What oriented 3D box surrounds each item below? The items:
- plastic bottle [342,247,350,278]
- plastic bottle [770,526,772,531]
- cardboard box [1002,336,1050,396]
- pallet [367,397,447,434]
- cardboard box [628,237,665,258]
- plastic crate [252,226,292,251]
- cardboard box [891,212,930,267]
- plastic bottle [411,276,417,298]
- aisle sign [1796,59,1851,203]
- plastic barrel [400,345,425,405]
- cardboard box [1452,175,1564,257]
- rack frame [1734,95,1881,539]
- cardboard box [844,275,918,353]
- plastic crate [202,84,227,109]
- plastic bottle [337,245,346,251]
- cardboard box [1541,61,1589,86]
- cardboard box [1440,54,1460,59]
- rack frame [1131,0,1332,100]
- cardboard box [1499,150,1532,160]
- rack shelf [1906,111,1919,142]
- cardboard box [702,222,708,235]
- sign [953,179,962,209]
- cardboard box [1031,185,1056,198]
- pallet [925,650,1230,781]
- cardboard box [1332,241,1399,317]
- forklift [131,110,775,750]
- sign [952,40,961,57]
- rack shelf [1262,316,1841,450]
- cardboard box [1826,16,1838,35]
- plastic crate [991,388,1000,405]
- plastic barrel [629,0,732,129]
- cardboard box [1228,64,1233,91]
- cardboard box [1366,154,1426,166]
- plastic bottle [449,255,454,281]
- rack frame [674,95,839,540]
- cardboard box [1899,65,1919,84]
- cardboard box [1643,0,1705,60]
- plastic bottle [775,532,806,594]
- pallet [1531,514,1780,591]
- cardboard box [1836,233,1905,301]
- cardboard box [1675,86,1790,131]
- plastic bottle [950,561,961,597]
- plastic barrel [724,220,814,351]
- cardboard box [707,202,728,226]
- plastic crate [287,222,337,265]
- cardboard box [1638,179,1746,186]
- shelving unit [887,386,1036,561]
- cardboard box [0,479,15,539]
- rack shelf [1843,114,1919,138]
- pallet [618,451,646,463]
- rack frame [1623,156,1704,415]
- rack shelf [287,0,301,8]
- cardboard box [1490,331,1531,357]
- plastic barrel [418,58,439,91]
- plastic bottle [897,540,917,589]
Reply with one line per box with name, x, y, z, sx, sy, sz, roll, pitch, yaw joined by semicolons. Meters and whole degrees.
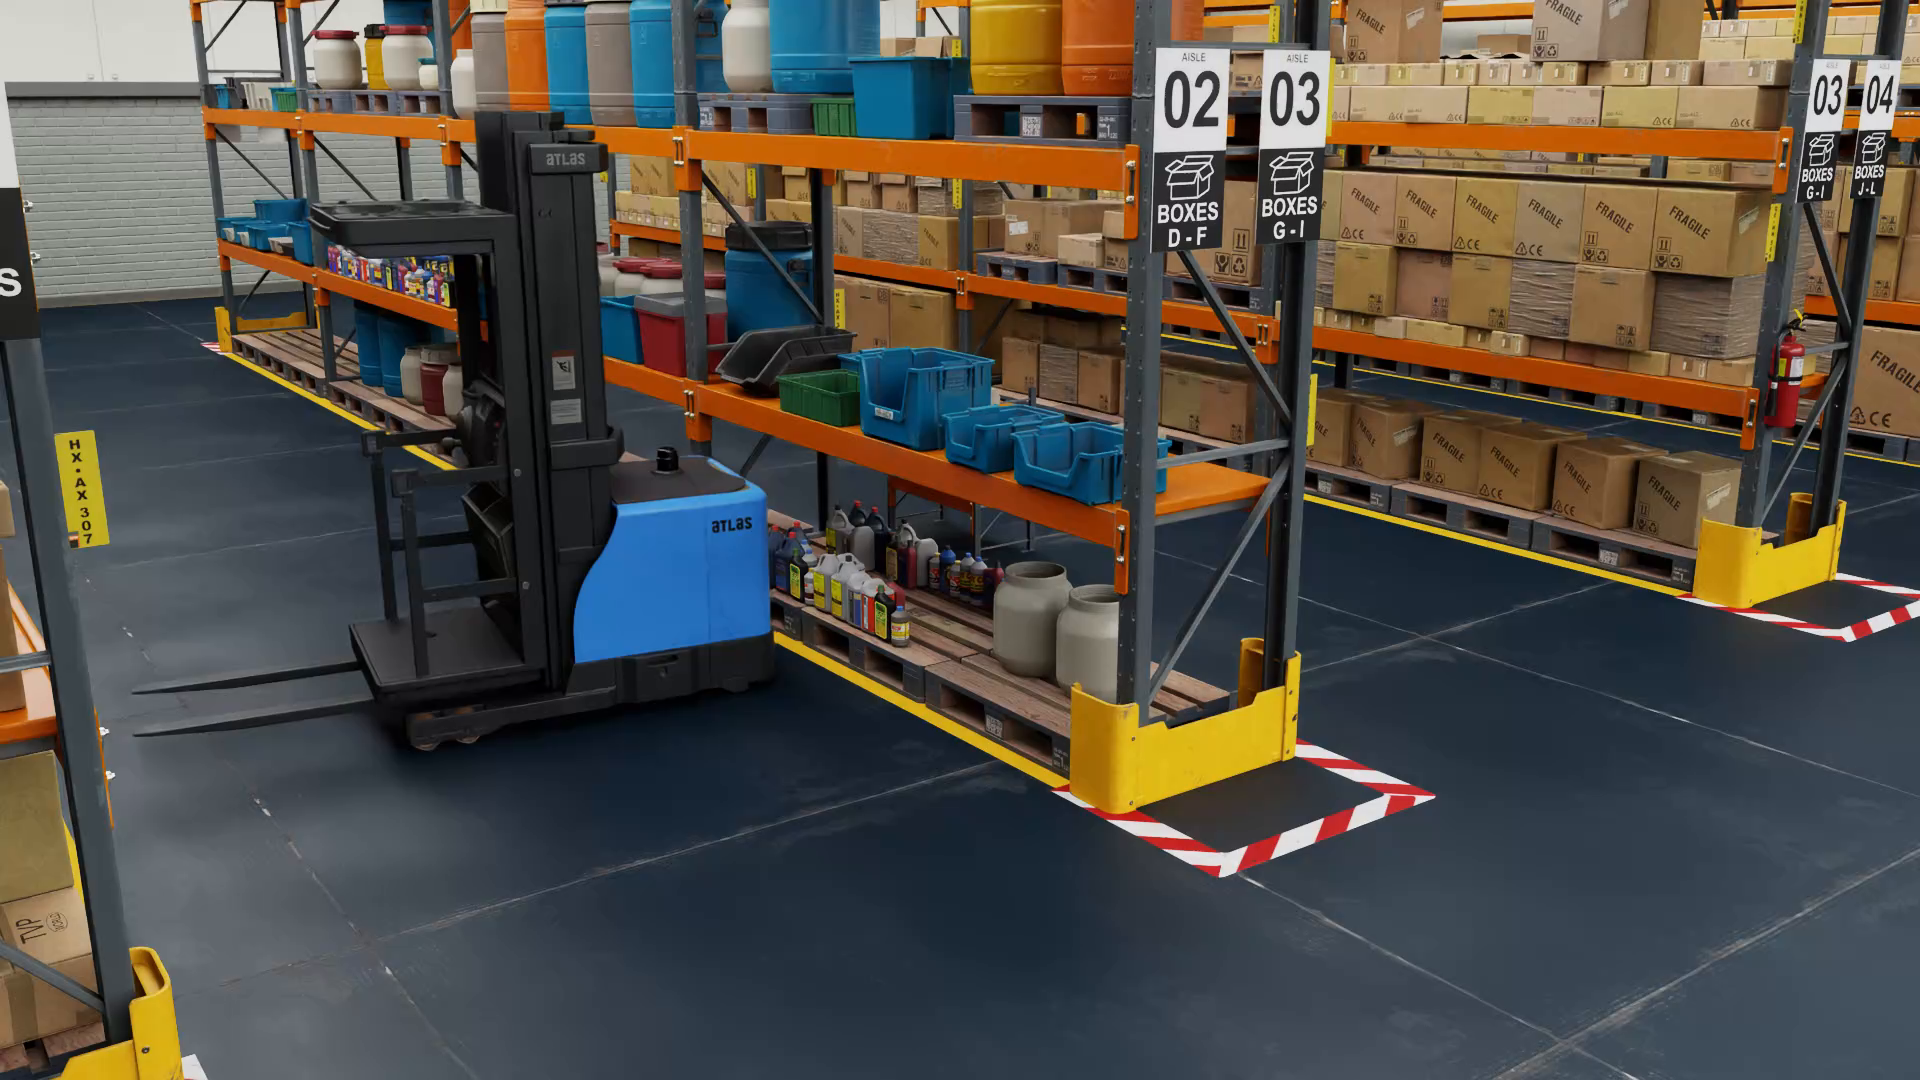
plastic bottle;-5.756;-2.633;15.749;0.152;0.276;0.135;-11;19;-35
plastic bottle;-1.100;0.061;9.982;0.061;0.283;0.133;-11;19;-35
cardboard box;0.833;-1.710;16.044;0.700;0.500;0.500;-12;19;-37
pallet;-4.793;-1.152;15.386;1.003;0.211;1.213;-11;19;-35
cardboard box;-3.839;-3.605;22.296;0.875;0.875;0.875;-11;19;-35
plastic crate;-7.457;-3.282;18.090;0.416;0.233;0.300;-11;19;-35
cardboard box;-0.356;-3.066;16.907;0.500;0.500;0.500;-11;19;-35
plastic bottle;-4.641;-2.180;14.235;0.097;0.201;0.097;0;15;0
aisle sign;4.921;-2.329;9.481;0.394;0.787;0.004;-11;19;-35
plastic barrel;-4.953;-1.527;15.391;0.421;0.512;0.421;0;15;0
cardboard box;3.726;-2.210;11.320;0.500;0.500;0.500;-11;19;-35
rack frame;5.127;-1.135;10.042;1.000;3.000;0.127;-11;19;-35
cardboard box;-0.483;-2.364;17.759;1.225;0.875;0.875;-11;19;-34
plastic crate;-8.286;-5.041;18.879;0.497;0.269;0.590;-11;19;-35
plastic bottle;-5.966;-2.771;16.112;0.144;0.351;0.185;-11;19;-35
cardboard box;3.952;-2.992;10.672;0.380;0.149;0.250;-12;19;-37
cardboard box;5.352;-5.070;17.920;0.500;0.311;0.500;-11;19;-35
rack frame;1.121;-3.260;6.442;1.000;3.000;0.127;-11;19;-35
cardboard box;7.615;-5.090;22.409;0.500;0.500;0.500;-10;18;-34
rack shelf;11.967;-4.200;16.922;1.077;0.370;4.000;-11;19;-35
cardboard box;-2.978;-3.811;20.293;0.380;0.149;0.250;-10;18;-34
sign;-0.024;-3.315;15.814;0.100;0.325;0.005;-11;19;-35
cardboard box;1.326;-4.808;22.709;0.500;0.500;0.500;-11;19;-36
pallet;0.565;0.795;8.271;1.003;0.211;1.213;-11;19;-35
cardboard box;3.255;-1.963;12.314;0.875;0.500;0.500;-11;19;-35
forklift;-2.524;-0.573;8.116;3.031;2.935;1.130;-7;17;-25
sign;-0.030;-4.494;15.501;0.100;0.325;0.005;-11;19;-35
rack shelf;3.951;-1.215;11.698;1.077;0.370;4.000;-11;19;-35
cardboard box;7.387;-4.351;14.089;0.380;0.149;0.250;-11;19;-34
plastic crate;-0.072;-0.786;9.266;0.530;0.136;0.437;-11;19;-35
plastic barrel;-1.706;-2.984;10.166;0.600;0.901;0.708;-11;19;-35
cardboard box;2.142;-3.759;13.406;0.396;0.266;0.258;-10;18;-33
cardboard box;4.751;-4.025;18.517;0.700;0.500;0.500;-11;19;-35
plastic bottle;-4.526;-2.472;15.020;0.144;0.351;0.185;-11;19;-35
rack frame;-1.231;-1.221;10.354;1.000;3.000;0.127;-11;19;-35
cardboard box;7.833;-3.804;13.602;0.380;0.149;0.250;-11;19;-34
cardboard box;4.473;-3.374;10.839;0.500;0.500;0.500;-11;19;-35
plastic bottle;-0.981;0.122;9.633;0.144;0.351;0.185;-12;19;-37
pallet;4.633;0.014;11.124;1.003;0.211;1.213;-11;19;-35
cardboard box;8.030;-2.388;14.335;0.875;0.550;0.500;-11;19;-35
cardboard box;4.638;-2.573;9.898;0.500;0.250;0.500;-10;18;-33
plastic bottle;-0.012;0.220;9.559;0.097;0.201;0.097;0;15;0
plastic barrel;-1.213;-1.592;10.761;0.600;0.901;0.708;-11;19;-35
cardboard box;-2.707;-3.933;19.983;0.500;0.250;0.500;-10;18;-33
plastic crate;-6.485;-2.997;16.761;0.392;0.384;0.575;-11;19;-35
cardboard box;4.736;-2.077;10.836;0.500;0.500;0.500;-11;19;-35
shelving unit;-0.004;-0.544;11.433;0.538;1.125;1.048;-11;19;-35
cardboard box;-2.945;-0.077;4.757;0.380;0.149;0.250;-11;19;-35
rack shelf;8.023;-3.411;14.036;1.077;0.370;4.000;-11;19;-35
pallet;-3.159;-0.558;13.217;1.003;0.211;1.213;-11;19;-35
rack frame;6.847;-2.738;15.897;1.000;3.000;0.127;-11;19;-35
rack shelf;-4.759;-4.856;14.391;1.077;0.370;4.000;-11;19;-35
cardboard box;3.826;-1.347;11.292;0.380;0.149;0.250;-11;19;-35
plastic barrel;-4.332;-3.864;13.795;0.301;0.262;0.301;0;15;0
plastic bottle;-0.310;0.132;9.724;0.061;0.283;0.133;-11;19;-35
